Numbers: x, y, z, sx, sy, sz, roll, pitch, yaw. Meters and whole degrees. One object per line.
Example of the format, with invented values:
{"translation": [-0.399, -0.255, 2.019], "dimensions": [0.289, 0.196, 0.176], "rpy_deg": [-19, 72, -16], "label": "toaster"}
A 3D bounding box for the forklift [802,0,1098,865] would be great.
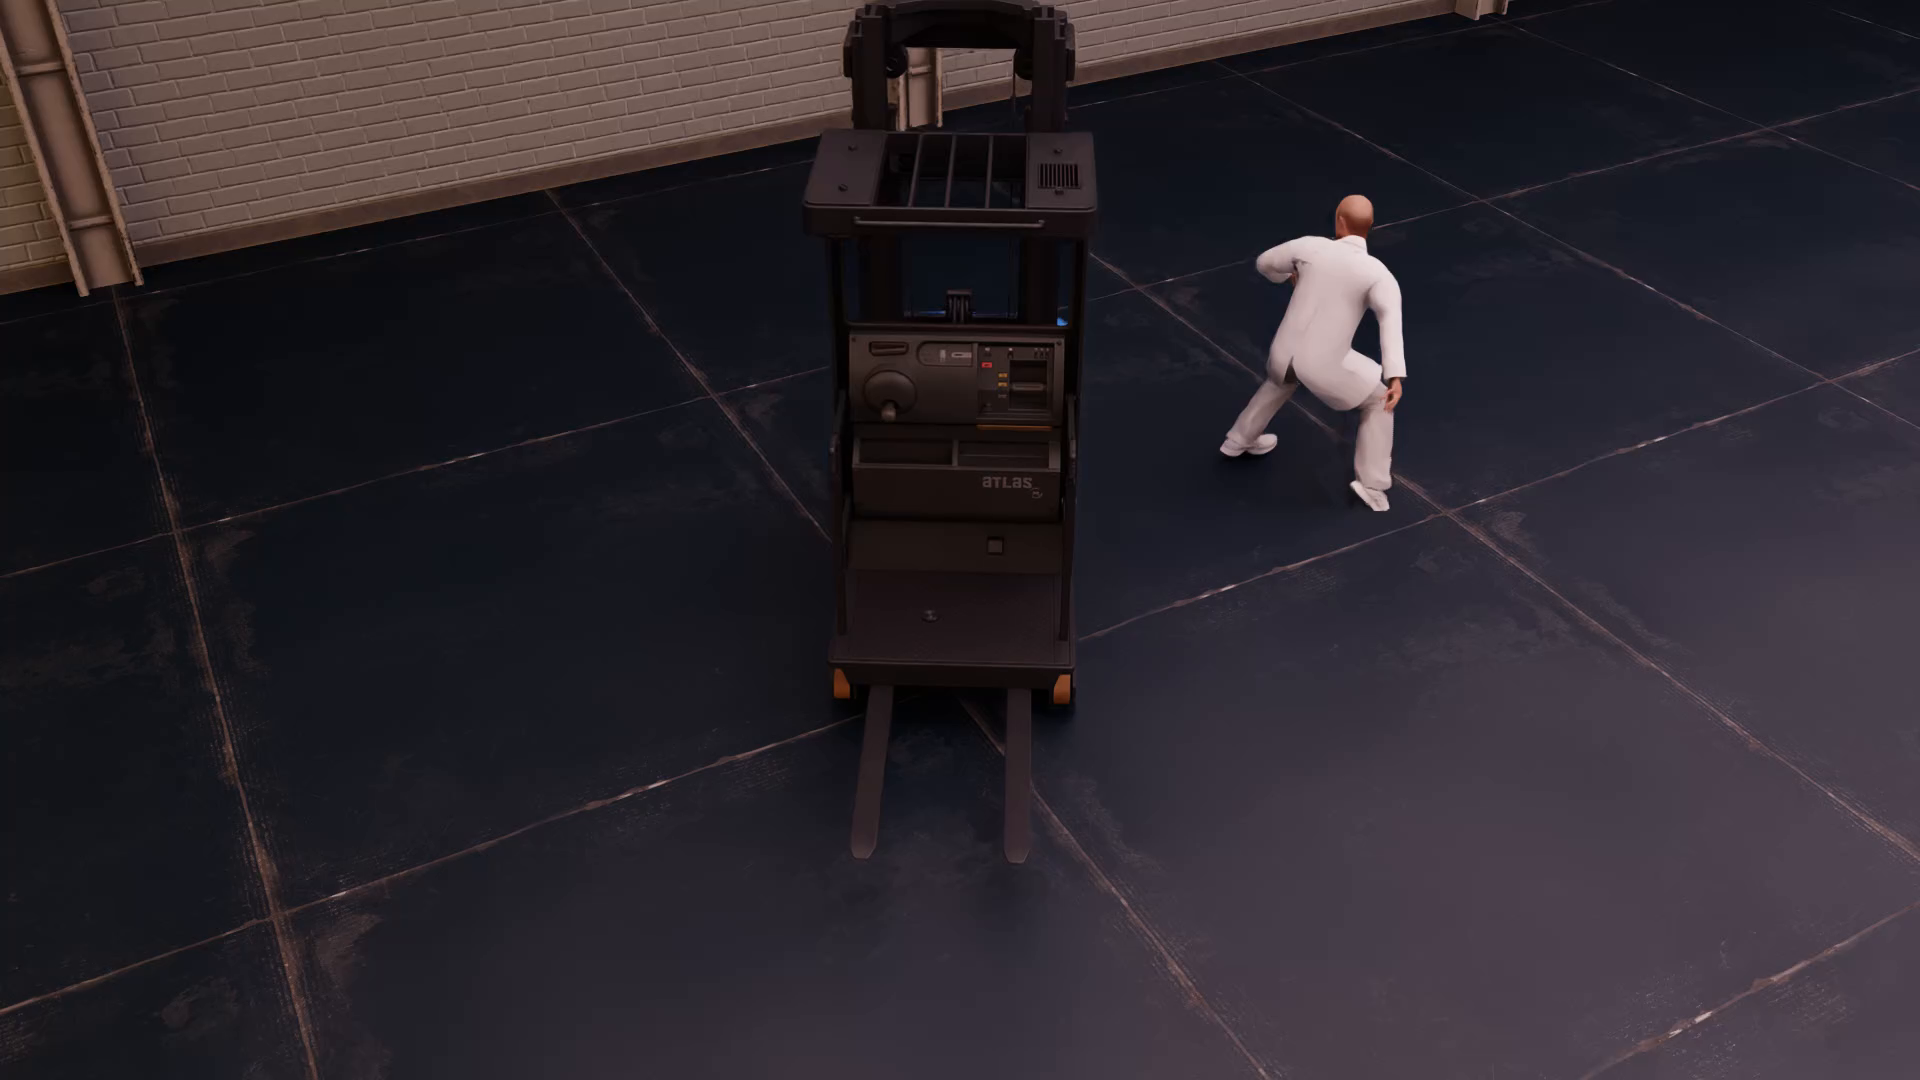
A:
{"translation": [-0.022, -0.633, 7.018], "dimensions": [1.130, 2.935, 3.031], "rpy_deg": [1, 35, 2], "label": "forklift"}

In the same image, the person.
{"translation": [1.947, -0.902, 8.730], "dimensions": [0.610, 1.636, 1.106], "rpy_deg": [-28, 44, -34], "label": "person"}
